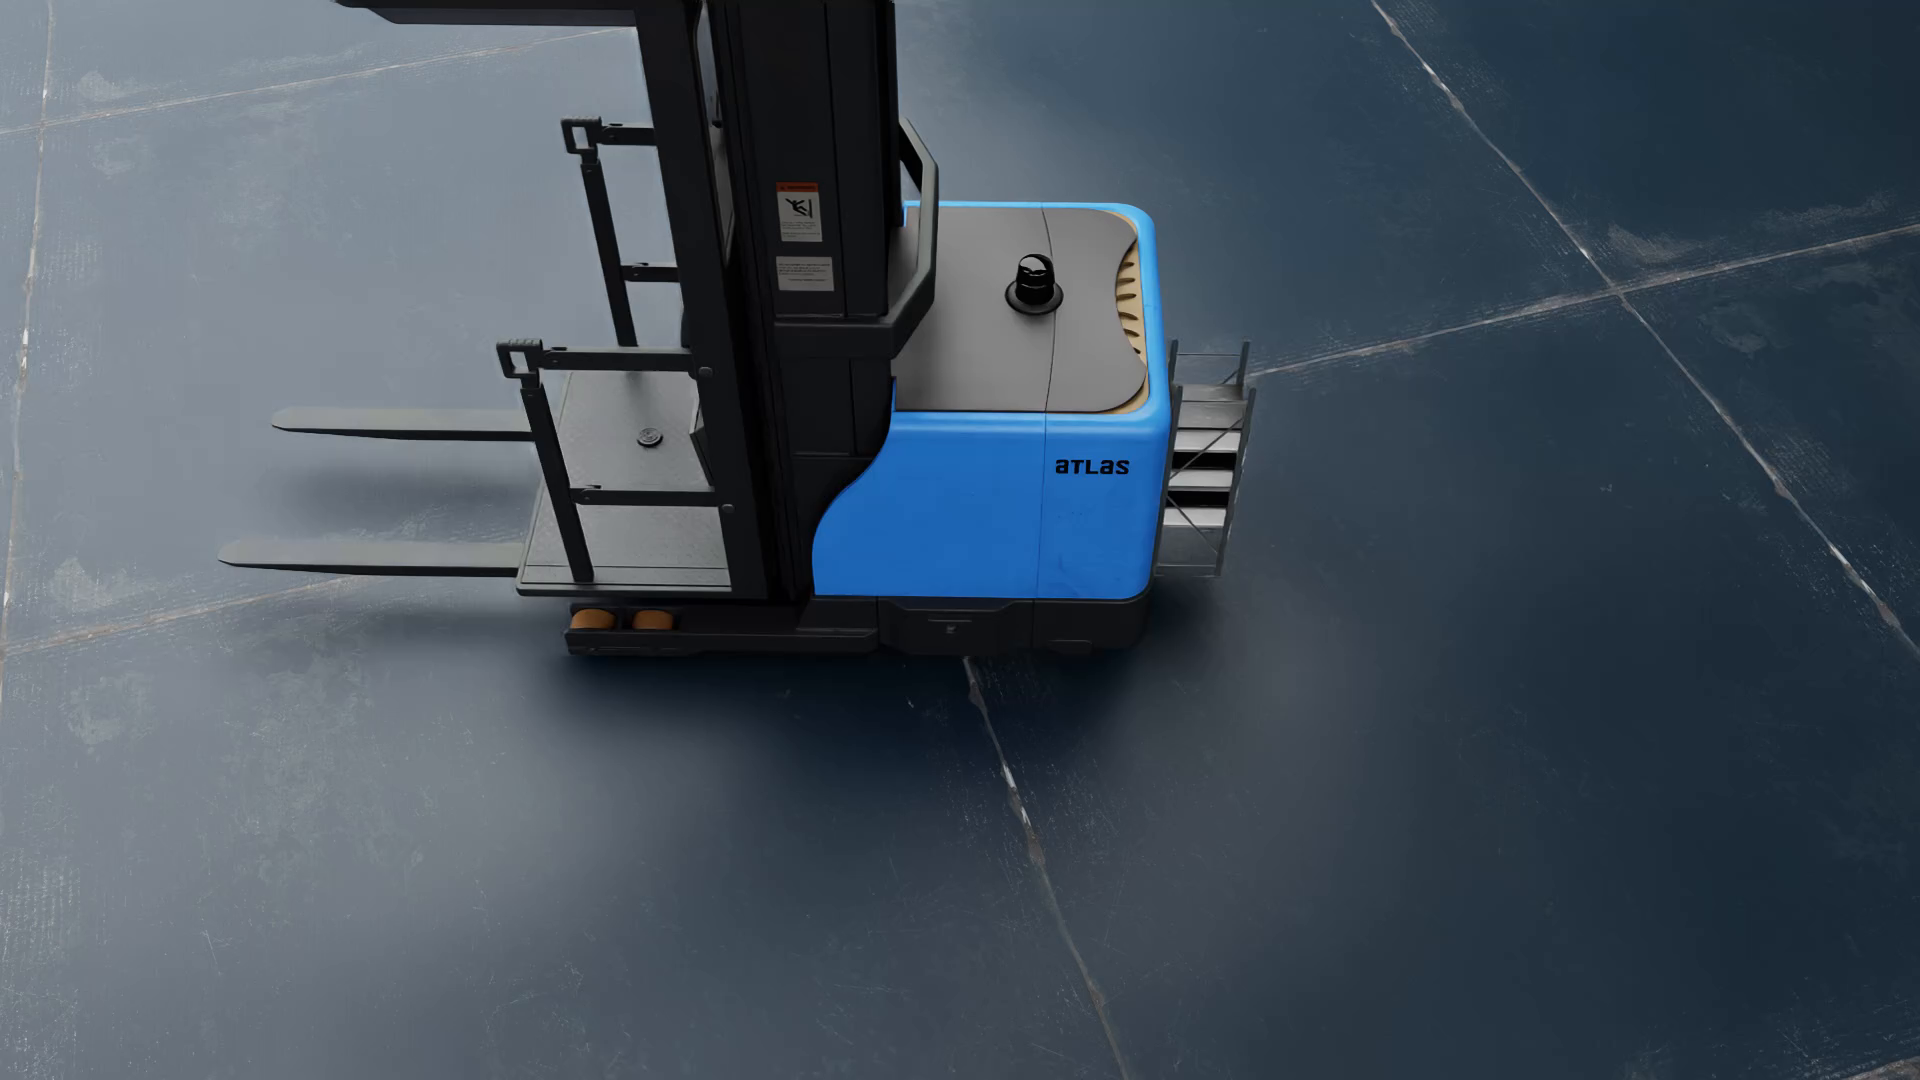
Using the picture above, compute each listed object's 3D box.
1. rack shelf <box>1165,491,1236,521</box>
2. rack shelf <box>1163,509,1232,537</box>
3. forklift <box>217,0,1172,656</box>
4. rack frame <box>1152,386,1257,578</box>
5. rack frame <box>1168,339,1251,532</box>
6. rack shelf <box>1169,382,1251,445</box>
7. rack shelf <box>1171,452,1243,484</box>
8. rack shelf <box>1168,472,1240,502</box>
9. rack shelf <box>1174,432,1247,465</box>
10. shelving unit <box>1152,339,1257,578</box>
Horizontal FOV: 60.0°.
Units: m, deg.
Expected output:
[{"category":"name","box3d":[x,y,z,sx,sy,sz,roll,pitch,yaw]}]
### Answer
[{"category":"rack shelf","box3d":[0.765,-0.164,5.460,0.258,0.077,0.200,1,50,1]},{"category":"rack shelf","box3d":[0.765,-0.106,5.529,0.258,0.077,0.200,1,50,1]},{"category":"forklift","box3d":[-0.897,-0.970,4.650,3.031,2.935,1.130,1,50,1]},{"category":"rack frame","box3d":[0.764,-0.166,5.300,0.240,0.900,0.006,1,50,1]},{"category":"rack frame","box3d":[0.767,-0.321,5.431,0.240,0.900,0.006,1,50,1]},{"category":"rack shelf","box3d":[0.766,-0.396,5.185,0.258,0.077,0.200,1,50,1]},{"category":"rack shelf","box3d":[0.766,-0.280,5.323,0.258,0.077,0.200,1,50,1]},{"category":"rack shelf","box3d":[0.765,-0.222,5.391,0.258,0.077,0.200,1,50,1]},{"category":"rack shelf","box3d":[0.766,-0.338,5.254,0.258,0.077,0.200,1,50,1]},{"category":"shelving unit","box3d":[0.765,-0.243,5.366,0.258,0.900,0.210,1,50,1]}]
